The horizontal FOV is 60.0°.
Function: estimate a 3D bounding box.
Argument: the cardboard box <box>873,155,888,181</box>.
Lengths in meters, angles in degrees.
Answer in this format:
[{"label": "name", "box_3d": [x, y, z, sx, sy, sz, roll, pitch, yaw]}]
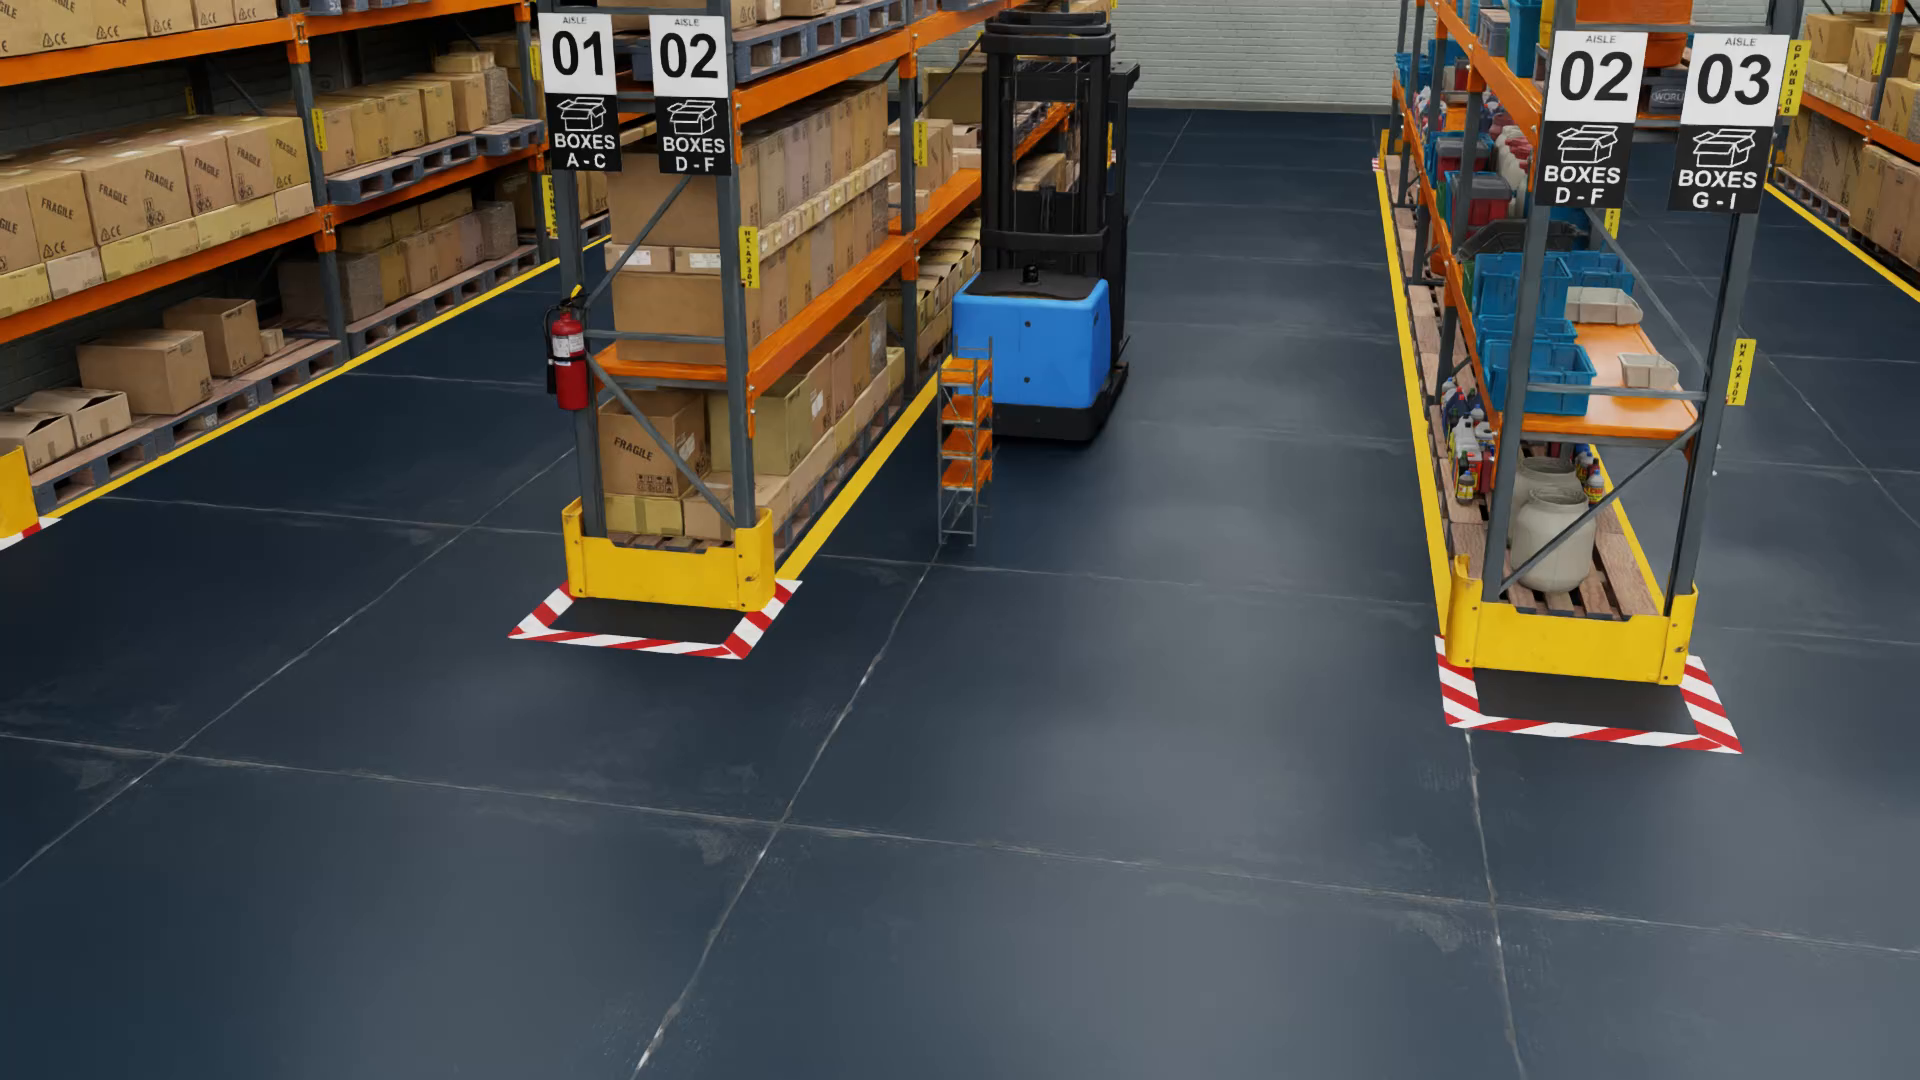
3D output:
[{"label": "cardboard box", "box_3d": [-0.737, -2.702, 12.045, 0.380, 0.149, 0.250, 4, 22, 10]}]

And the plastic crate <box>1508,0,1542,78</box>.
[{"label": "plastic crate", "box_3d": [3.288, -2.823, 9.355, 0.392, 0.384, 0.575, 4, 22, 11]}]

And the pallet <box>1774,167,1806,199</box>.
[{"label": "pallet", "box_3d": [11.221, -4.601, 21.495, 1.003, 0.211, 1.213, 4, 22, 11]}]

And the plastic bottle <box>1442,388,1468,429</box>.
[{"label": "plastic bottle", "box_3d": [3.477, -0.919, 11.677, 0.152, 0.276, 0.135, 5, 23, 13]}]

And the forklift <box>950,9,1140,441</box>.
[{"label": "forklift", "box_3d": [0.757, -2.593, 12.868, 1.130, 2.935, 3.031, 5, 22, 12]}]

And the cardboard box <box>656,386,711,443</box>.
[{"label": "cardboard box", "box_3d": [-1.647, -0.951, 10.814, 0.500, 0.500, 0.500, 4, 22, 11]}]

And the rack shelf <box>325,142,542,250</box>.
[{"label": "rack shelf", "box_3d": [-5.281, -3.335, 15.582, 1.077, 0.370, 4.000, 4, 22, 11]}]

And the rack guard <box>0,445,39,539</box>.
[{"label": "rack guard", "box_3d": [-6.489, -0.343, 10.535, 1.175, 0.500, 0.348, 4, 22, 11]}]

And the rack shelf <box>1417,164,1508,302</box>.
[{"label": "rack shelf", "box_3d": [4.418, -2.580, 13.707, 1.077, 0.370, 4.000, 4, 22, 11]}]

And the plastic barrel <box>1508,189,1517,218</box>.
[{"label": "plastic barrel", "box_3d": [4.430, -2.590, 12.955, 0.301, 0.262, 0.301, 0, 22, 0]}]

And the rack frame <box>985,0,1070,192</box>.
[{"label": "rack frame", "box_3d": [0.794, -5.487, 19.962, 1.000, 3.000, 0.127, 4, 22, 11]}]

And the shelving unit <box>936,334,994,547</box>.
[{"label": "shelving unit", "box_3d": [0.034, -0.617, 10.280, 0.258, 1.200, 0.503, 4, 22, 11]}]

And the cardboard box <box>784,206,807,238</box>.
[{"label": "cardboard box", "box_3d": [-1.155, -1.950, 10.178, 0.380, 0.149, 0.250, 4, 22, 9]}]

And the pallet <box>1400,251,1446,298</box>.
[{"label": "pallet", "box_3d": [4.946, -2.643, 16.633, 1.003, 0.211, 1.213, 4, 22, 11]}]

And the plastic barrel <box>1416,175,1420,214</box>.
[{"label": "plastic barrel", "box_3d": [5.515, -4.131, 18.843, 0.600, 0.901, 0.708, 4, 22, 11]}]

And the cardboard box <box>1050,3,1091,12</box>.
[{"label": "cardboard box", "box_3d": [1.376, -6.524, 21.066, 0.500, 0.500, 0.500, 4, 22, 9]}]

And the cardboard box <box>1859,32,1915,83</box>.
[{"label": "cardboard box", "box_3d": [10.323, -5.335, 18.384, 0.500, 0.500, 0.500, 5, 22, 12]}]

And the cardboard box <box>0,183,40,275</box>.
[{"label": "cardboard box", "box_3d": [-6.113, -1.913, 10.260, 0.500, 0.500, 0.500, 4, 22, 11]}]

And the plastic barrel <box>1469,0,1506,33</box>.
[{"label": "plastic barrel", "box_3d": [3.901, -4.008, 11.605, 0.600, 0.901, 0.708, 4, 22, 11]}]

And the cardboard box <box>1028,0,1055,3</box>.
[{"label": "cardboard box", "box_3d": [0.953, -6.757, 21.644, 0.500, 0.500, 0.500, 4, 22, 10]}]

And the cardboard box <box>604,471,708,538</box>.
[{"label": "cardboard box", "box_3d": [-1.834, -0.236, 10.043, 0.500, 0.250, 0.500, 4, 22, 11]}]

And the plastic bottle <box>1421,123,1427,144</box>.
[{"label": "plastic bottle", "box_3d": [4.719, -4.107, 16.803, 0.097, 0.201, 0.097, 0, 22, 0]}]

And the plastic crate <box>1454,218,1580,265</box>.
[{"label": "plastic crate", "box_3d": [3.779, -1.971, 11.316, 0.767, 0.338, 0.504, 4, 22, 11]}]

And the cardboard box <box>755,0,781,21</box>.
[{"label": "cardboard box", "box_3d": [-1.242, -3.049, 9.482, 0.380, 0.149, 0.250, 4, 22, 11]}]

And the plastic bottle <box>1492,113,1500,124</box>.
[{"label": "plastic bottle", "box_3d": [5.514, -4.228, 17.003, 0.152, 0.276, 0.135, 4, 22, 11]}]

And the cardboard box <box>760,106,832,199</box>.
[{"label": "cardboard box", "box_3d": [-1.230, -2.496, 10.664, 0.700, 0.500, 0.500, 4, 22, 11]}]

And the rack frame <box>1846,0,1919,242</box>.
[{"label": "rack frame", "box_3d": [10.491, -4.730, 18.083, 1.000, 3.000, 0.127, 4, 22, 11]}]

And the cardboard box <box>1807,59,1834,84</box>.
[{"label": "cardboard box", "box_3d": [10.739, -5.732, 20.374, 0.500, 0.250, 0.500, 4, 22, 9]}]

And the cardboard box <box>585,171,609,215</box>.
[{"label": "cardboard box", "box_3d": [-4.409, -4.176, 19.024, 0.750, 0.750, 0.750, 4, 22, 11]}]

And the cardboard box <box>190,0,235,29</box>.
[{"label": "cardboard box", "box_3d": [-5.665, -3.997, 12.086, 0.500, 0.500, 0.500, 3, 22, 6]}]

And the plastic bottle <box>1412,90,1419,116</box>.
[{"label": "plastic bottle", "box_3d": [5.123, -4.903, 18.669, 0.061, 0.283, 0.133, 4, 22, 11]}]

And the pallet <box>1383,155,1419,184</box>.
[{"label": "pallet", "box_3d": [6.252, -4.978, 22.432, 1.003, 0.211, 1.213, 4, 22, 11]}]

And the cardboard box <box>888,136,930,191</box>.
[{"label": "cardboard box", "box_3d": [-0.558, -3.080, 13.851, 0.500, 0.500, 0.500, 6, 23, 15]}]

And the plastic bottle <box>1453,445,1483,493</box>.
[{"label": "plastic bottle", "box_3d": [3.218, -0.455, 10.525, 0.152, 0.276, 0.135, 5, 22, 11]}]

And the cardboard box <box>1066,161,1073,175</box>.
[{"label": "cardboard box", "box_3d": [1.258, -4.831, 21.536, 0.380, 0.166, 0.250, 4, 22, 11]}]

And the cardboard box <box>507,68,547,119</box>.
[{"label": "cardboard box", "box_3d": [-4.523, -4.752, 17.578, 0.500, 0.500, 0.500, 5, 22, 13]}]

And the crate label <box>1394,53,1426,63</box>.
[{"label": "crate label", "box_3d": [6.086, -6.456, 22.511, 0.416, 0.233, 0.303, 4, 22, 11]}]

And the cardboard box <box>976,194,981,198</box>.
[{"label": "cardboard box", "box_3d": [0.452, -3.405, 17.550, 0.500, 0.500, 0.500, 4, 22, 9]}]

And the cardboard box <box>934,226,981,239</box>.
[{"label": "cardboard box", "box_3d": [0.012, -2.802, 15.664, 0.500, 0.311, 0.500, 4, 22, 10]}]

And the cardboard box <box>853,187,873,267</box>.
[{"label": "cardboard box", "box_3d": [-1.024, -2.251, 11.794, 0.700, 0.500, 0.500, 4, 22, 10]}]

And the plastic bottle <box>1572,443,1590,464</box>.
[{"label": "plastic bottle", "box_3d": [4.000, -0.533, 10.725, 0.097, 0.271, 0.097, 0, 22, 0]}]

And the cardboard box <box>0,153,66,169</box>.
[{"label": "cardboard box", "box_3d": [-6.403, -2.323, 11.277, 0.500, 0.500, 0.500, 4, 22, 9]}]

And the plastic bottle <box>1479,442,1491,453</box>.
[{"label": "plastic bottle", "box_3d": [3.403, -0.539, 10.833, 0.097, 0.201, 0.097, 0, 22, 0]}]

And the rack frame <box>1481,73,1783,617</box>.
[{"label": "rack frame", "box_3d": [3.194, -0.719, 8.124, 1.000, 3.000, 0.127, 4, 22, 11]}]

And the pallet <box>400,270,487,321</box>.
[{"label": "pallet", "box_3d": [-5.284, -2.376, 15.971, 1.003, 0.211, 1.213, 4, 22, 11]}]

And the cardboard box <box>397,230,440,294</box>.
[{"label": "cardboard box", "box_3d": [-5.355, -2.628, 15.622, 0.700, 0.500, 0.500, 5, 22, 12]}]

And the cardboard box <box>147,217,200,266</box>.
[{"label": "cardboard box", "box_3d": [-5.787, -2.130, 11.800, 0.500, 0.250, 0.500, 5, 22, 11]}]

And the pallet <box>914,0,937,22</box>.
[{"label": "pallet", "box_3d": [-0.671, -4.187, 12.976, 0.805, 0.209, 1.217, 4, 22, 9]}]

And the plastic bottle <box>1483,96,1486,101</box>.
[{"label": "plastic bottle", "box_3d": [5.804, -4.748, 18.293, 0.152, 0.276, 0.135, 4, 22, 11]}]

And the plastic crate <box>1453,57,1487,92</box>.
[{"label": "plastic crate", "box_3d": [6.070, -5.473, 19.761, 0.402, 0.464, 0.583, 4, 22, 11]}]

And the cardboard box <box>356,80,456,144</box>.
[{"label": "cardboard box", "box_3d": [-5.191, -4.020, 15.598, 0.700, 0.500, 0.500, 4, 22, 11]}]

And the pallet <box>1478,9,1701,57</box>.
[{"label": "pallet", "box_3d": [3.958, -3.214, 10.557, 1.213, 0.211, 1.003, 4, 22, 11]}]

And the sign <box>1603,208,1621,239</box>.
[{"label": "sign", "box_3d": [4.546, -2.264, 11.590, 0.100, 0.325, 0.005, 4, 22, 11]}]

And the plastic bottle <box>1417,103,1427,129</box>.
[{"label": "plastic bottle", "box_3d": [4.939, -4.486, 17.644, 0.152, 0.276, 0.135, 4, 22, 11]}]

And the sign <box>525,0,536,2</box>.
[{"label": "sign", "box_3d": [-2.183, -2.910, 8.469, 0.100, 0.325, 0.005, 4, 22, 11]}]

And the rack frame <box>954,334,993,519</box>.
[{"label": "rack frame", "box_3d": [0.084, -0.706, 10.501, 0.240, 1.200, 0.015, 4, 22, 11]}]

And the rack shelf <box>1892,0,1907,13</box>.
[{"label": "rack shelf", "box_3d": [10.083, -5.056, 15.841, 1.077, 0.370, 4.000, 4, 22, 11]}]

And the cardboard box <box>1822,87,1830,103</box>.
[{"label": "cardboard box", "box_3d": [10.547, -5.313, 19.867, 0.380, 0.149, 0.250, 5, 22, 12]}]

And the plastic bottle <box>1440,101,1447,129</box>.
[{"label": "plastic bottle", "box_3d": [5.135, -4.560, 17.826, 0.152, 0.276, 0.135, 4, 22, 11]}]

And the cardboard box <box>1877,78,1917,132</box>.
[{"label": "cardboard box", "box_3d": [10.152, -4.627, 17.694, 0.500, 0.500, 0.500, 5, 22, 11]}]
